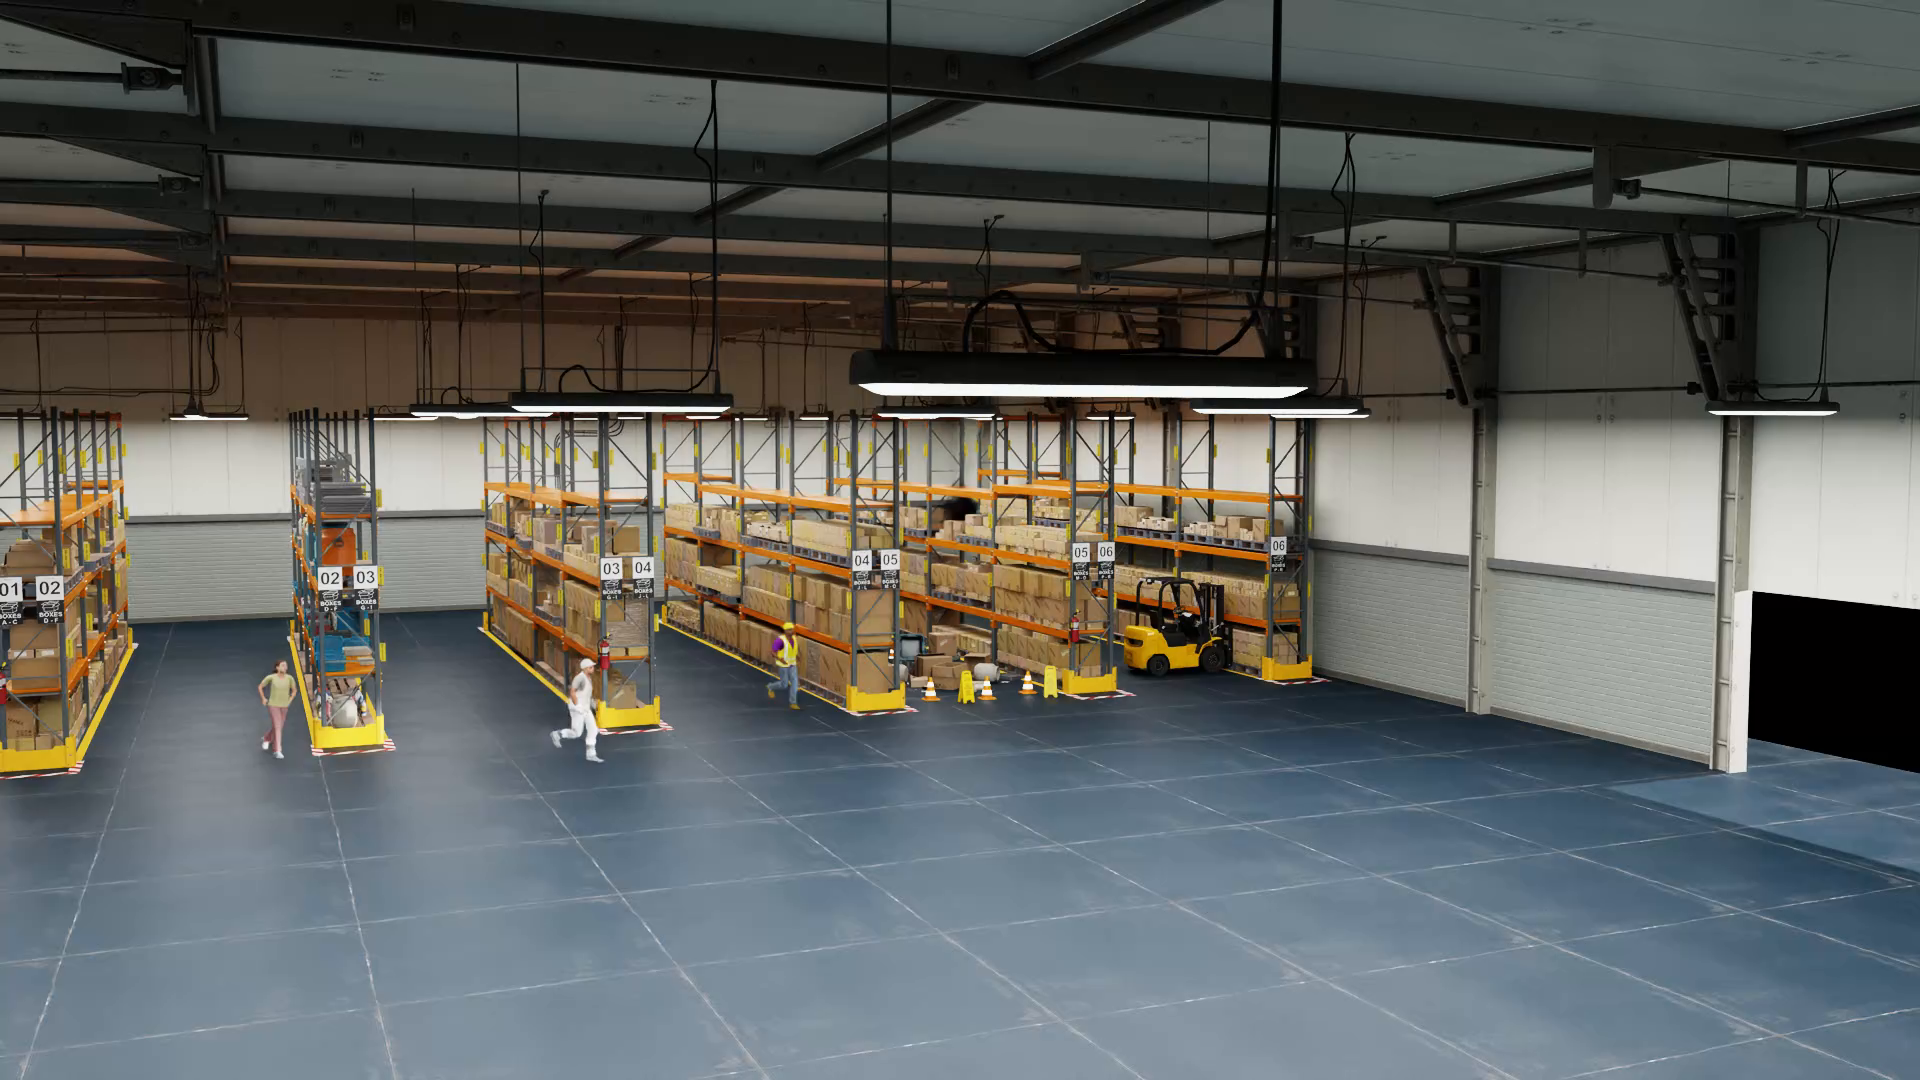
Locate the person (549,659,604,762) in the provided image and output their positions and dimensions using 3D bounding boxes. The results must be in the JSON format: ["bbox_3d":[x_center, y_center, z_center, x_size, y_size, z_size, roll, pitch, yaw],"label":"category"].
[{"bbox_3d":[-6.507,2.891,28.242,0.949,1.768,0.664,1,4,10],"label":"person"}]

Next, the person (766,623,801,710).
[{"bbox_3d":[-3.490,2.522,33.444,0.704,1.743,0.964,-4,6,-44],"label":"person"}]

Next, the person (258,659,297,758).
[{"bbox_3d":[-11.781,2.893,28.792,0.737,1.666,0.603,4,6,45],"label":"person"}]
